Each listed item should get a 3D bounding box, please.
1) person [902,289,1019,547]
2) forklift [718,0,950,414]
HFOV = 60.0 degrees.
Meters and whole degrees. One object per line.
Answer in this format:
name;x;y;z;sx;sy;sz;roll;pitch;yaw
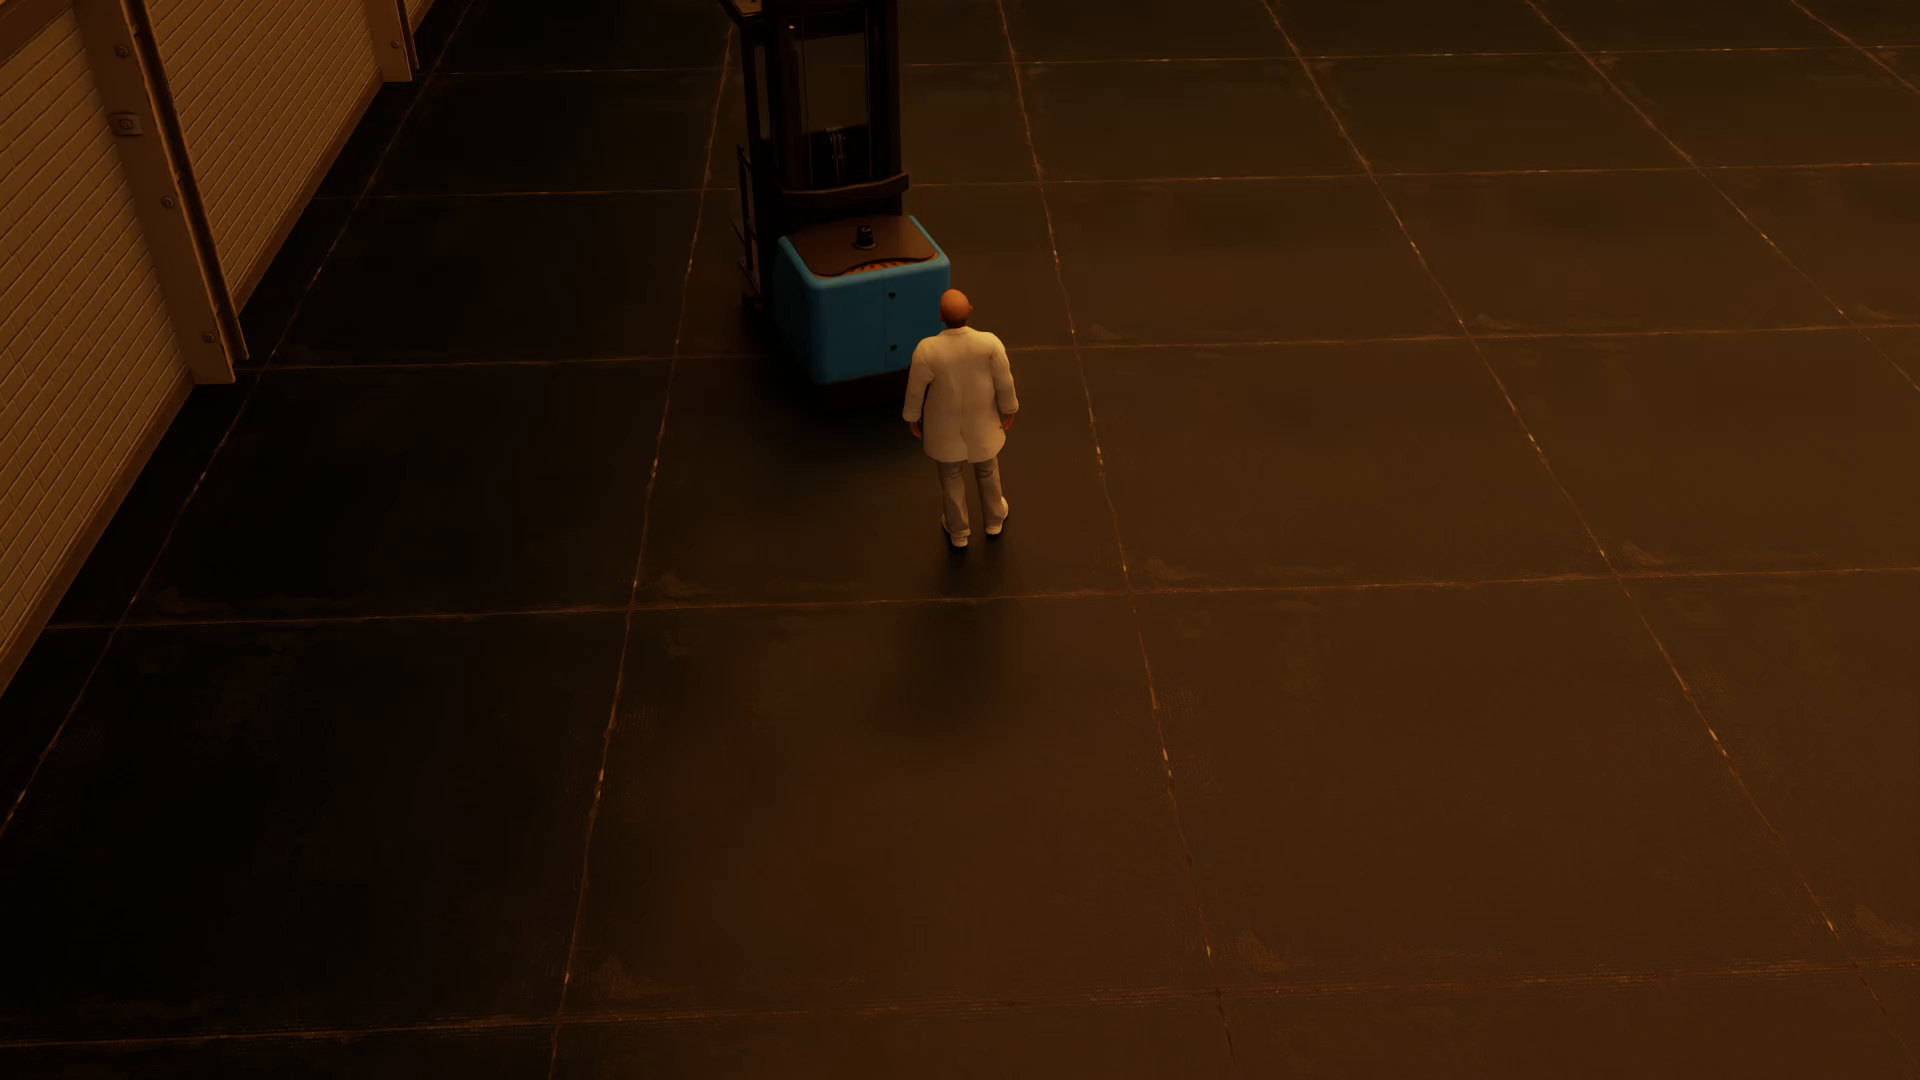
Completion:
person;-0.001;-0.779;10.046;0.698;1.778;0.578;-2;36;-2
forklift;-1.050;-2.930;12.034;1.130;2.935;3.031;-13;38;-17
